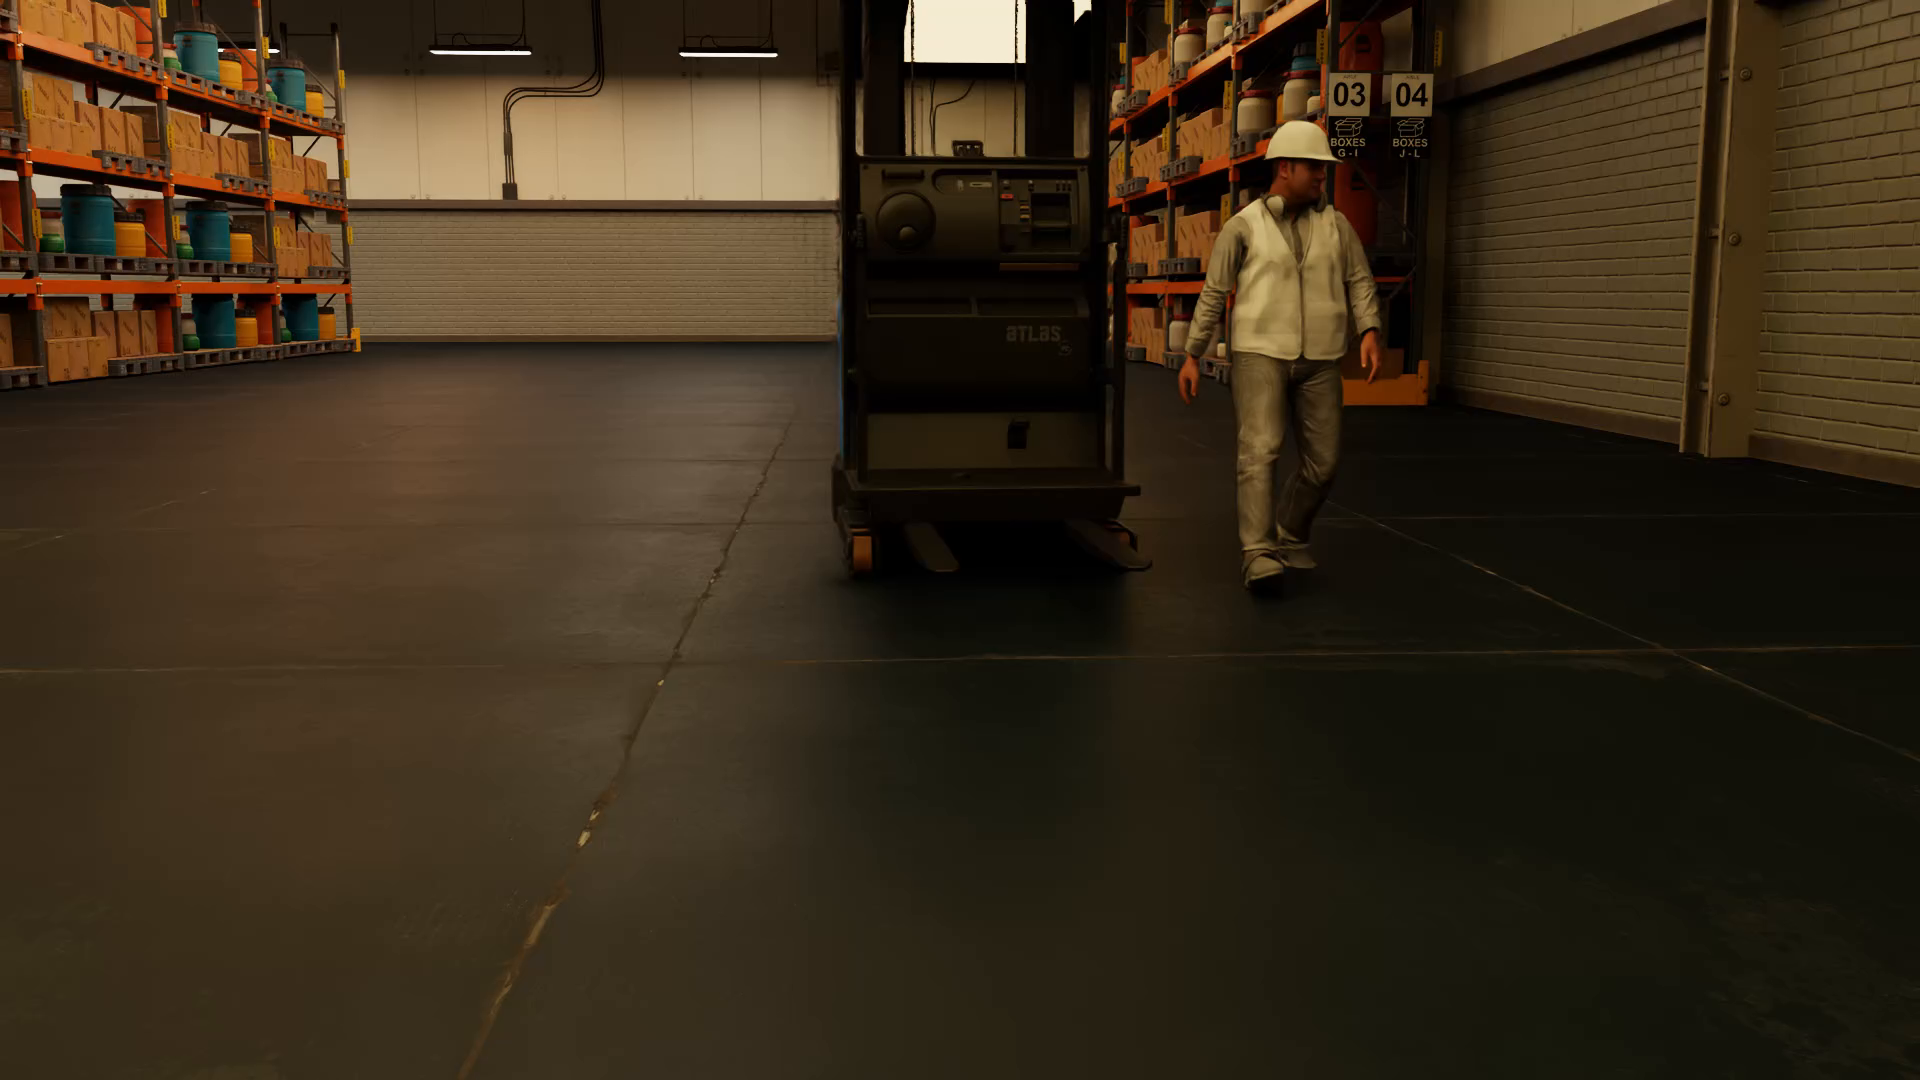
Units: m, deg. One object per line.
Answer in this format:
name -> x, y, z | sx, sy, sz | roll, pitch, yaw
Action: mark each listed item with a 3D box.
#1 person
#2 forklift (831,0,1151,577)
person -> 1.203, -0.655, 6.184 | 0.729, 1.782, 0.880 | -1, 9, -7
forklift -> 0.088, -1.359, 6.485 | 1.130, 2.935, 3.031 | -1, 8, -6
